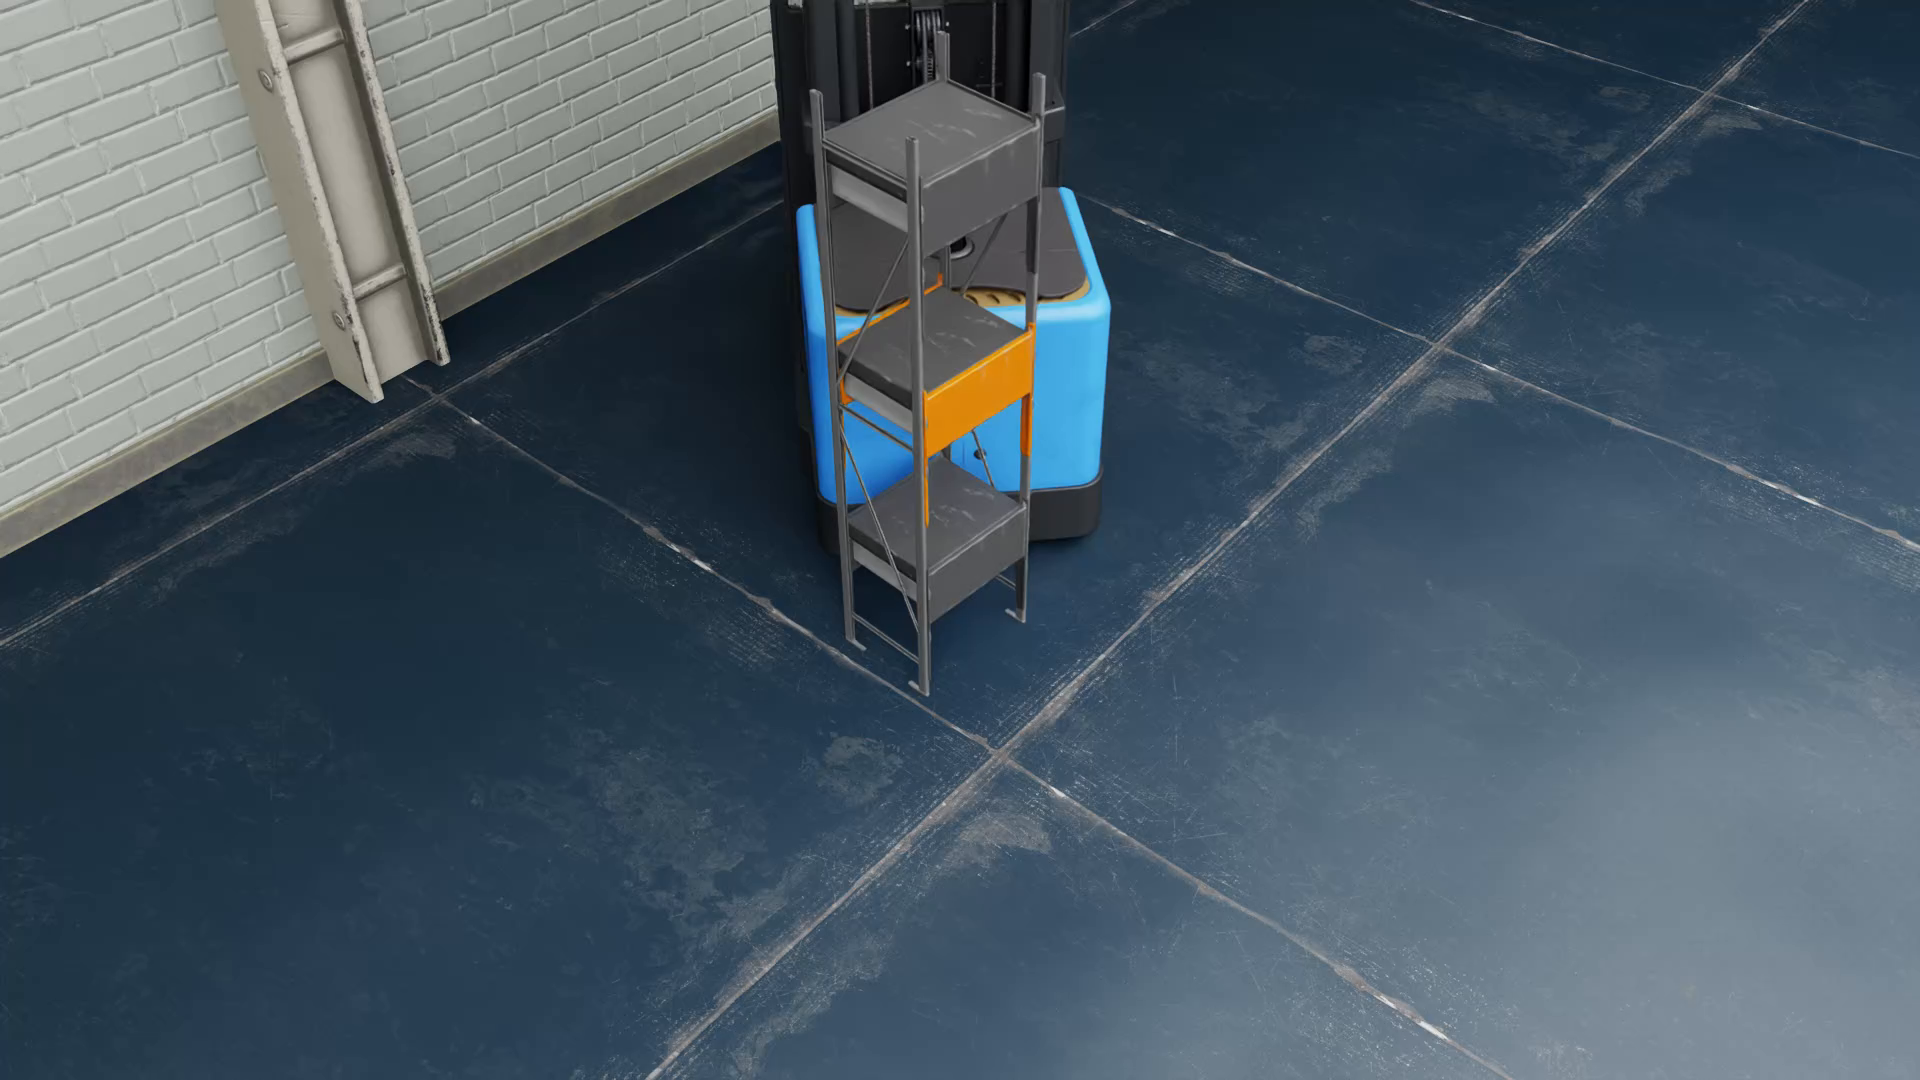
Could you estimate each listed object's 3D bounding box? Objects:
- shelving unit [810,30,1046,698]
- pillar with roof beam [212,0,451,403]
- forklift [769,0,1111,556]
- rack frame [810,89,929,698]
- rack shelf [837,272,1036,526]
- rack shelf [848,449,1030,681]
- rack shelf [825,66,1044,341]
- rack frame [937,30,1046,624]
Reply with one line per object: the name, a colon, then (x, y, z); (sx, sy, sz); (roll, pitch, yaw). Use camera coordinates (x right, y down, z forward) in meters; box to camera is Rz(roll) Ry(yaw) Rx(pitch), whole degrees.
shelving unit: (-0.085, -0.455, 5.189); (0.431, 2.100, 0.503); (33, 52, 31)
pillar with roof beam: (0.882, -2.196, 1.976); (9.100, 9.000, 0.400); (29, 50, 28)
forklift: (-0.177, -2.017, 6.289); (1.130, 2.935, 3.031); (-5, 43, -5)
rack frame: (-0.254, -0.336, 5.059); (0.400, 2.100, 0.015); (33, 52, 31)
rack shelf: (-0.085, -0.444, 5.198); (0.431, 0.518, 0.480); (33, 52, 31)
rack shelf: (-0.085, 0.073, 5.669); (0.431, 0.518, 0.480); (33, 52, 31)
rack shelf: (-0.085, -0.962, 4.727); (0.431, 0.518, 0.480); (33, 52, 31)
rack frame: (0.085, -0.573, 5.319); (0.400, 2.100, 0.015); (33, 52, 31)
